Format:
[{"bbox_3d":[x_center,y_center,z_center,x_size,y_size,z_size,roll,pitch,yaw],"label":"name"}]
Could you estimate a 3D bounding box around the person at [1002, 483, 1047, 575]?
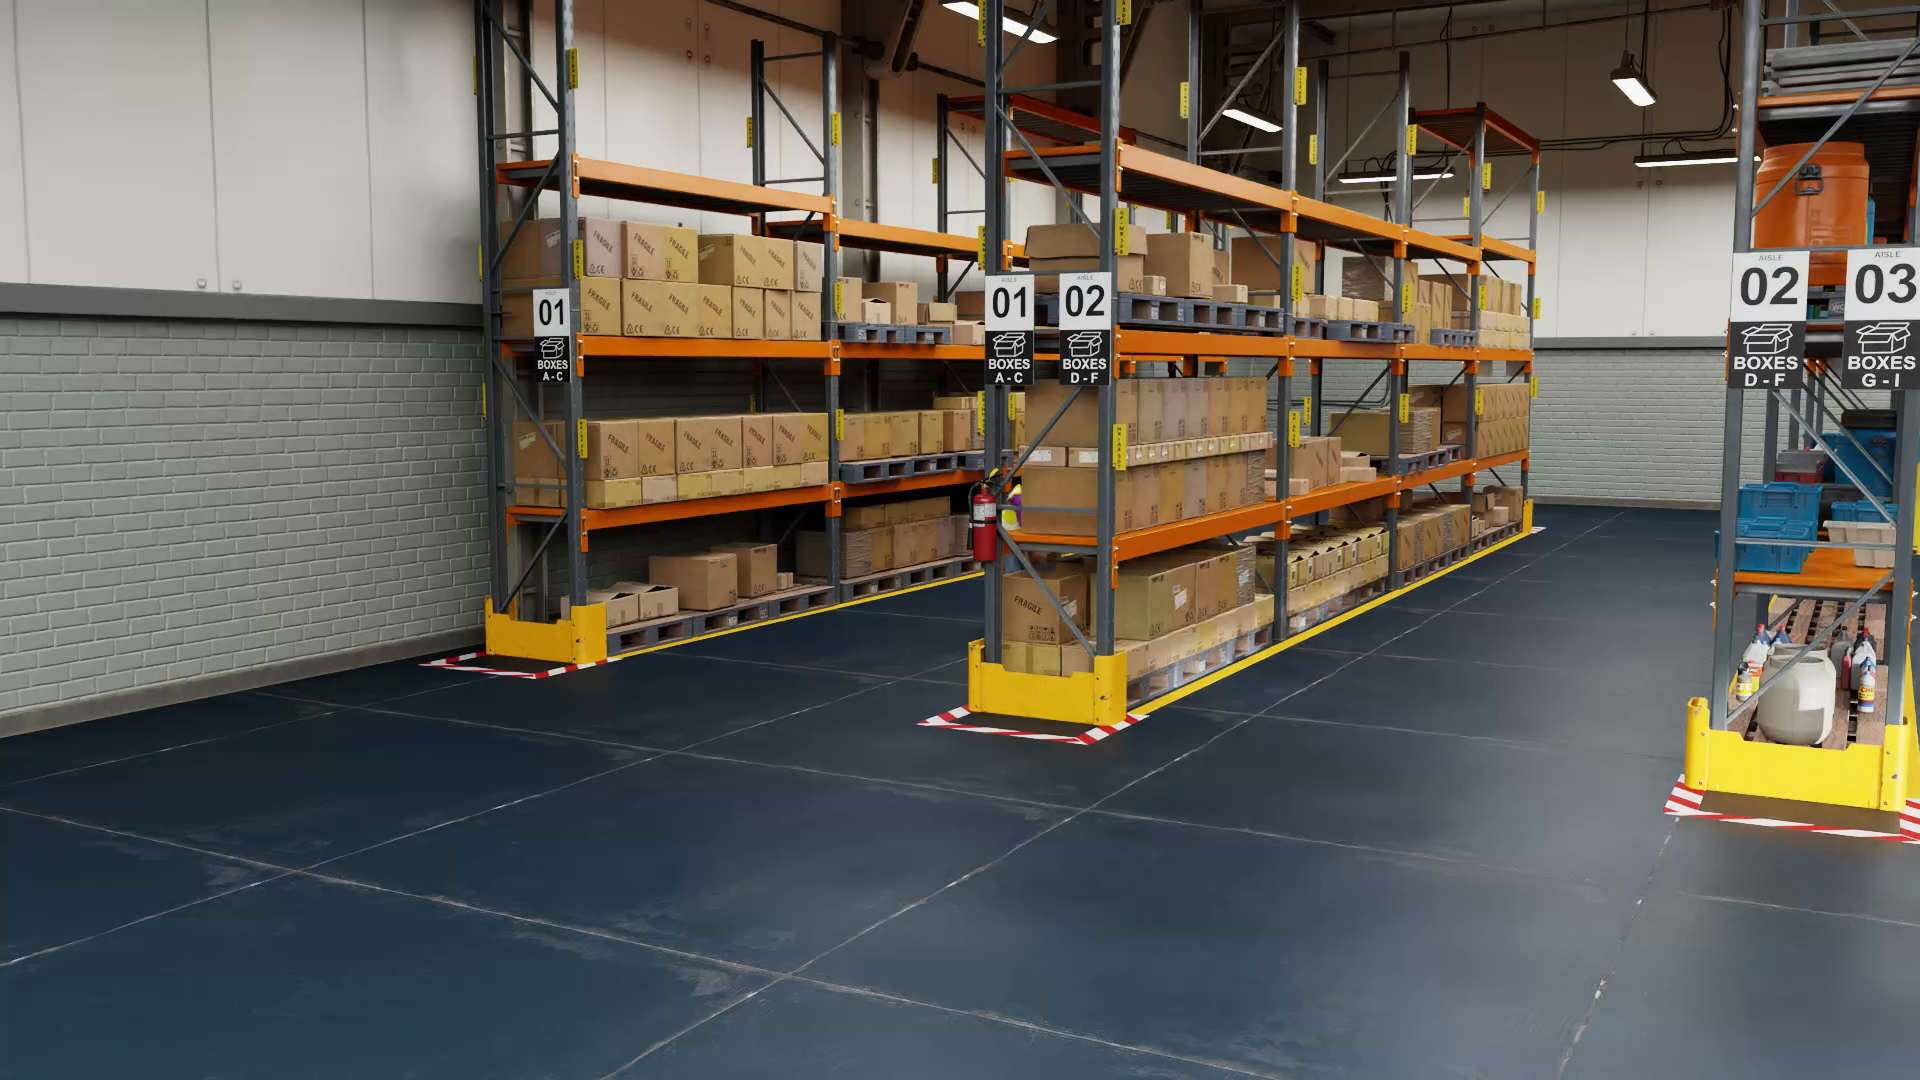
[{"bbox_3d":[0.638,0.049,16.075,0.693,1.657,0.483,3,7,27],"label":"person"}]
